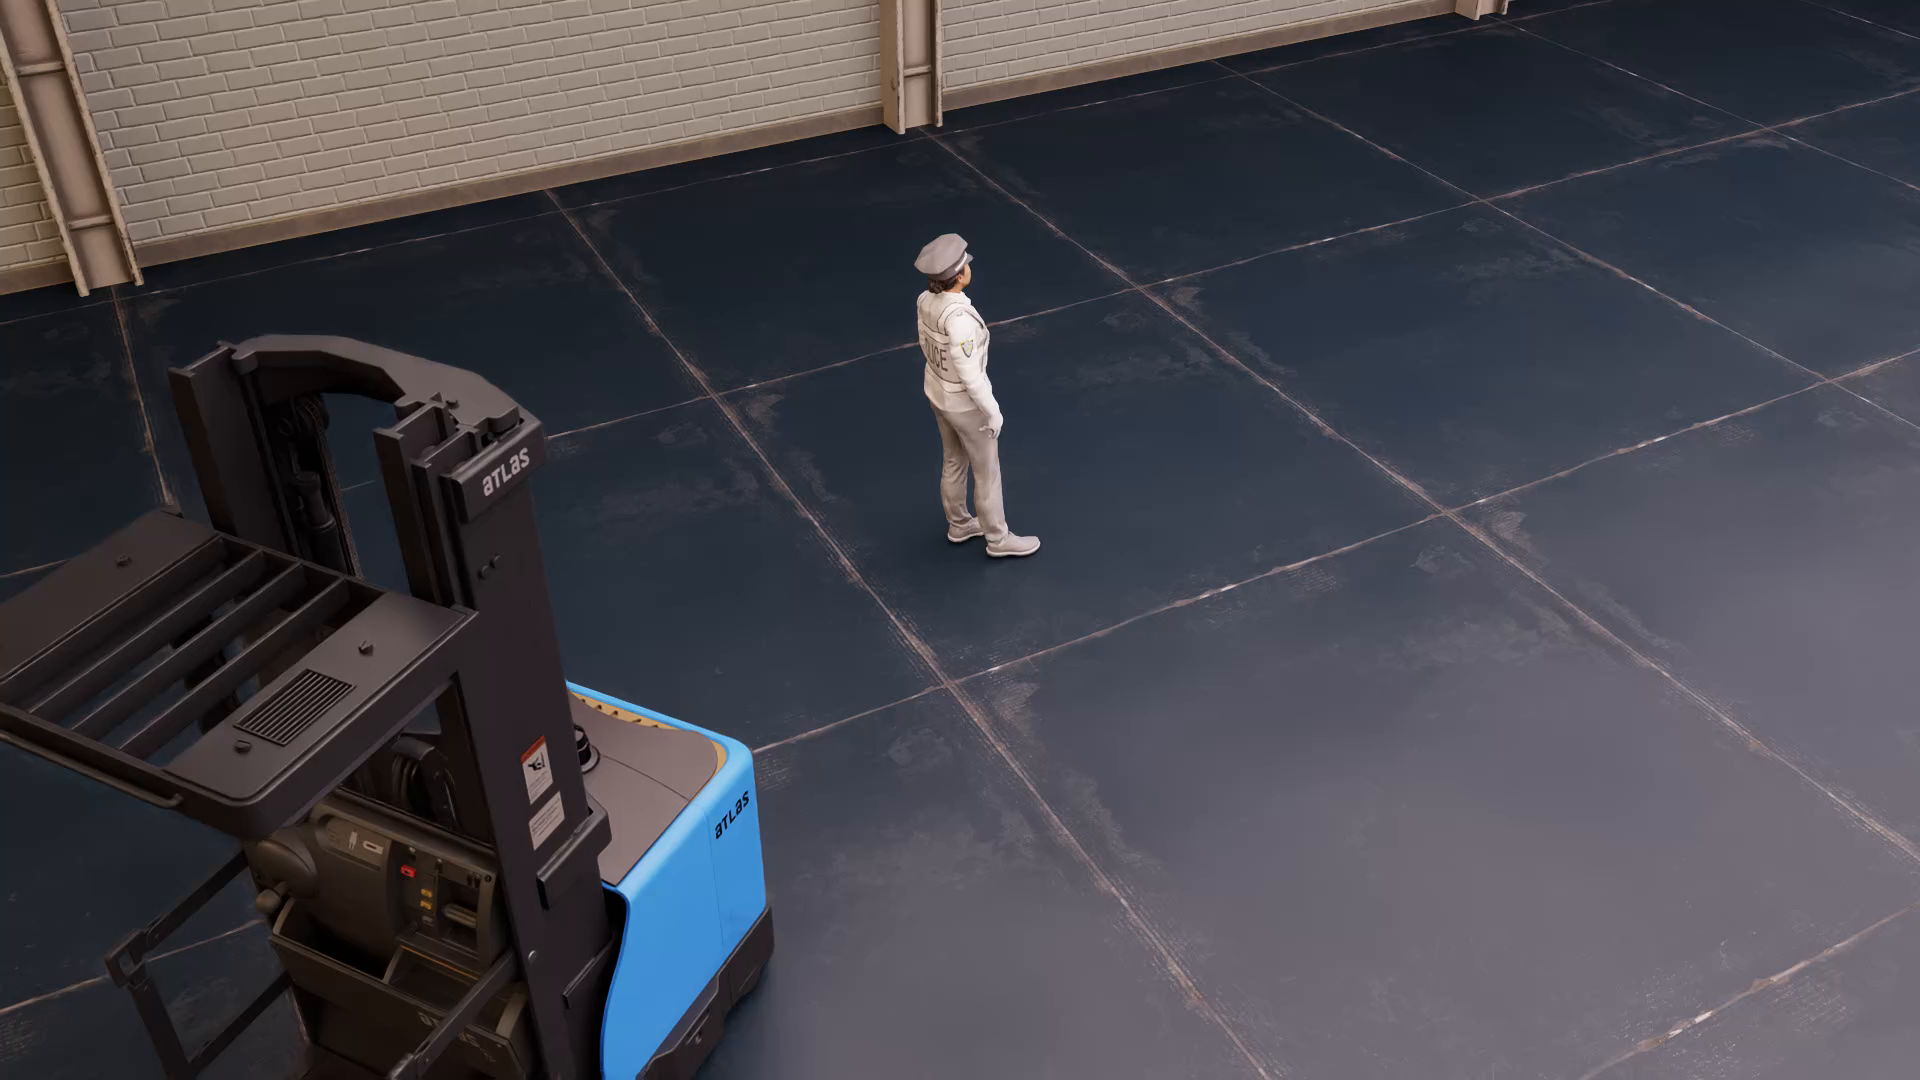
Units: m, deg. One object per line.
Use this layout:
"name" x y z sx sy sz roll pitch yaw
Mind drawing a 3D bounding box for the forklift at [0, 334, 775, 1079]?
"forklift" -1.806 1.037 4.656 1.130 2.935 3.031 16 38 21

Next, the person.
"person" 0.063 -0.713 8.190 0.531 1.695 0.588 -17 39 -23
